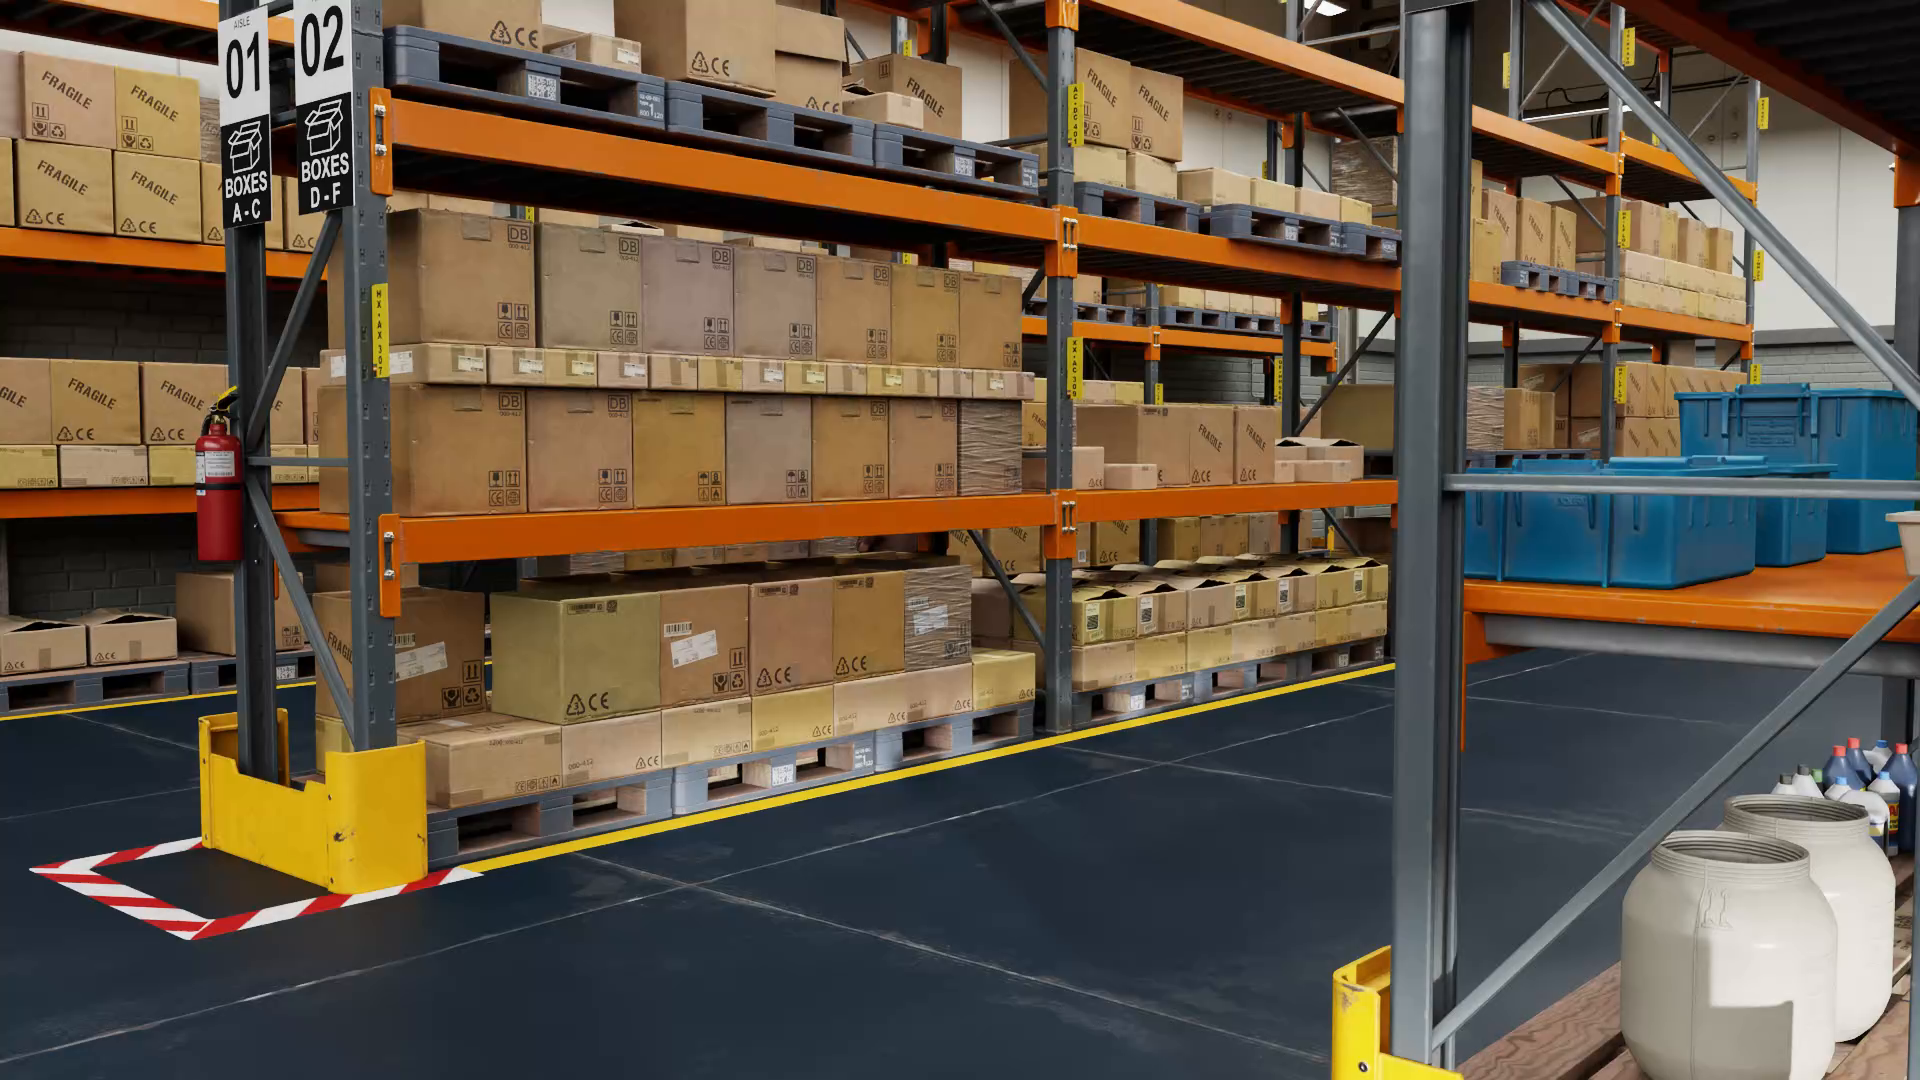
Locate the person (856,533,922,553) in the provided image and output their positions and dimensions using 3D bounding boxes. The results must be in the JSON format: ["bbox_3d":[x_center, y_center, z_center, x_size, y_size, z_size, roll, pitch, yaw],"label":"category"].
[{"bbox_3d":[-0.482,0.011,13.258,0.588,1.577,0.623,3,5,42],"label":"person"}]
